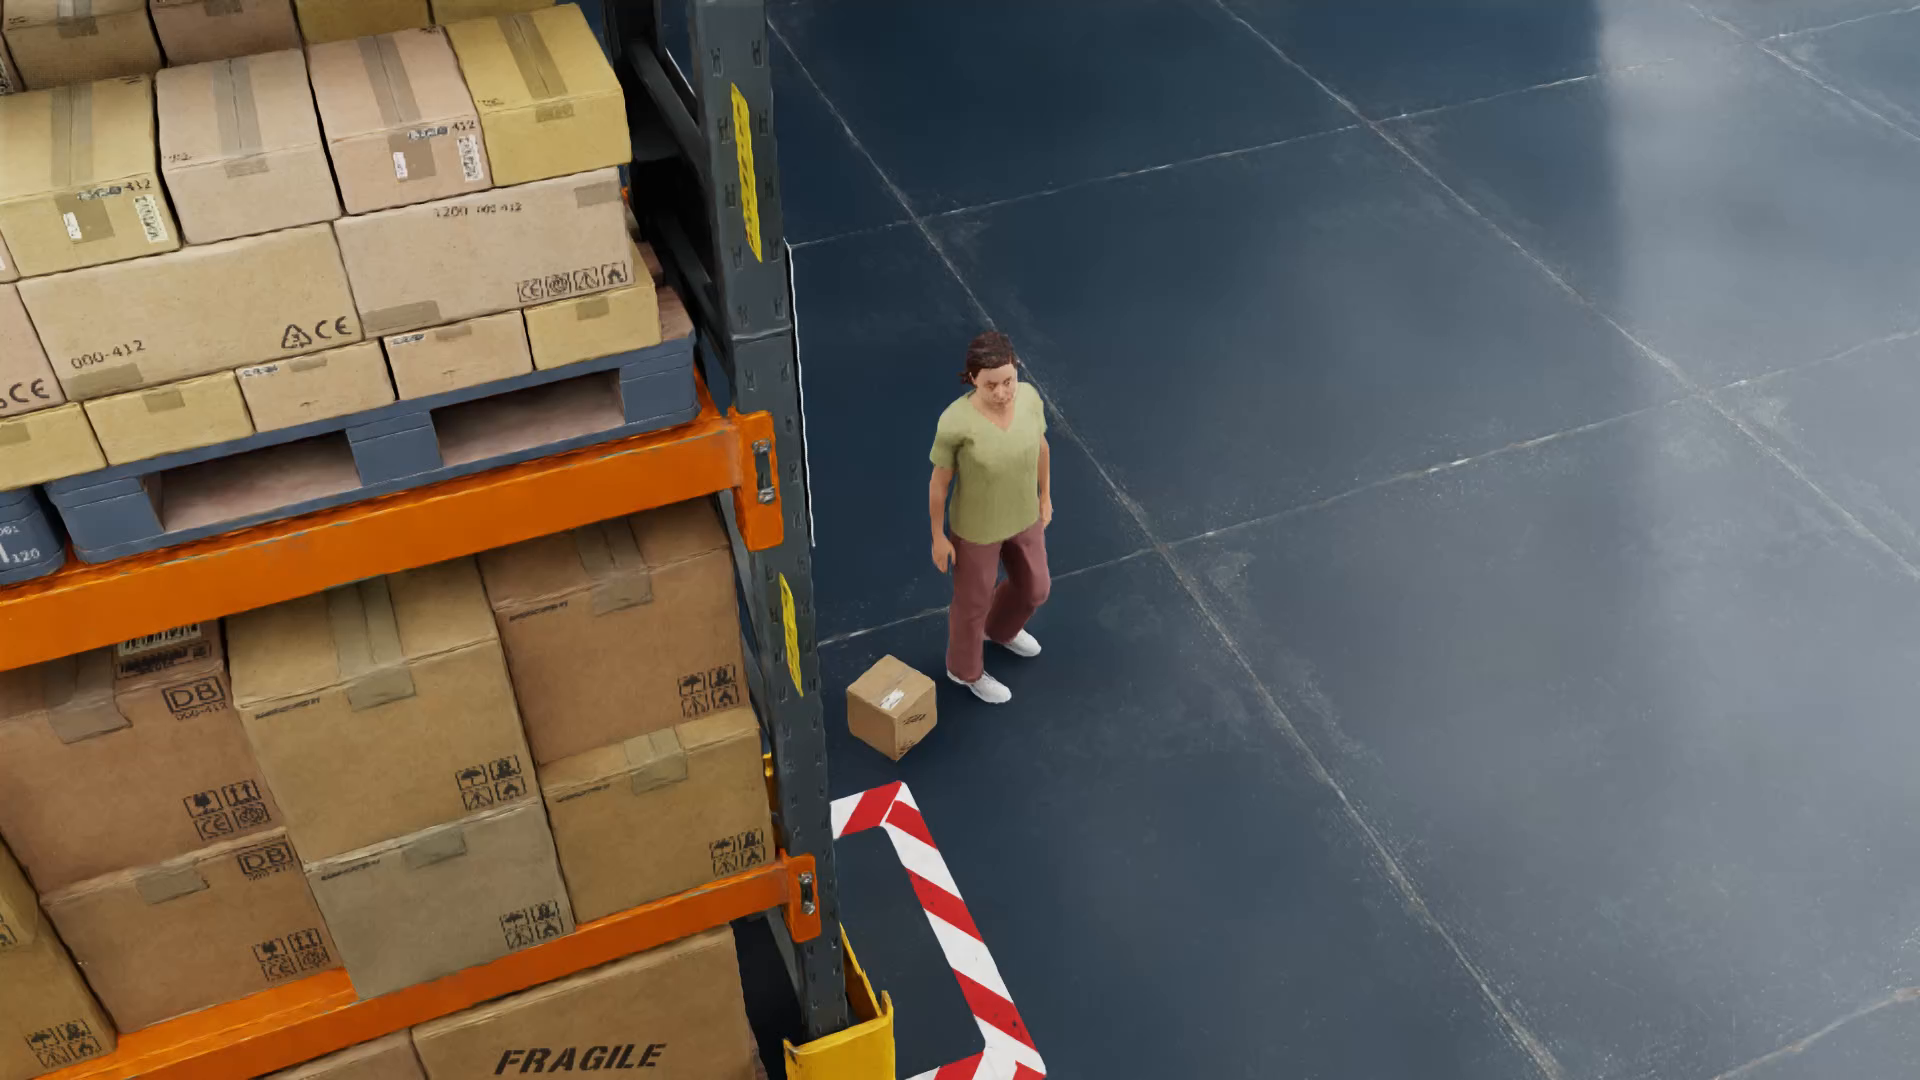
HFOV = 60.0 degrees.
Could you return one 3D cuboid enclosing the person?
[{"bbox_3d":[0.113,-0.082,6.256,0.528,1.676,0.394,-23,47,-23],"label":"person"}]
